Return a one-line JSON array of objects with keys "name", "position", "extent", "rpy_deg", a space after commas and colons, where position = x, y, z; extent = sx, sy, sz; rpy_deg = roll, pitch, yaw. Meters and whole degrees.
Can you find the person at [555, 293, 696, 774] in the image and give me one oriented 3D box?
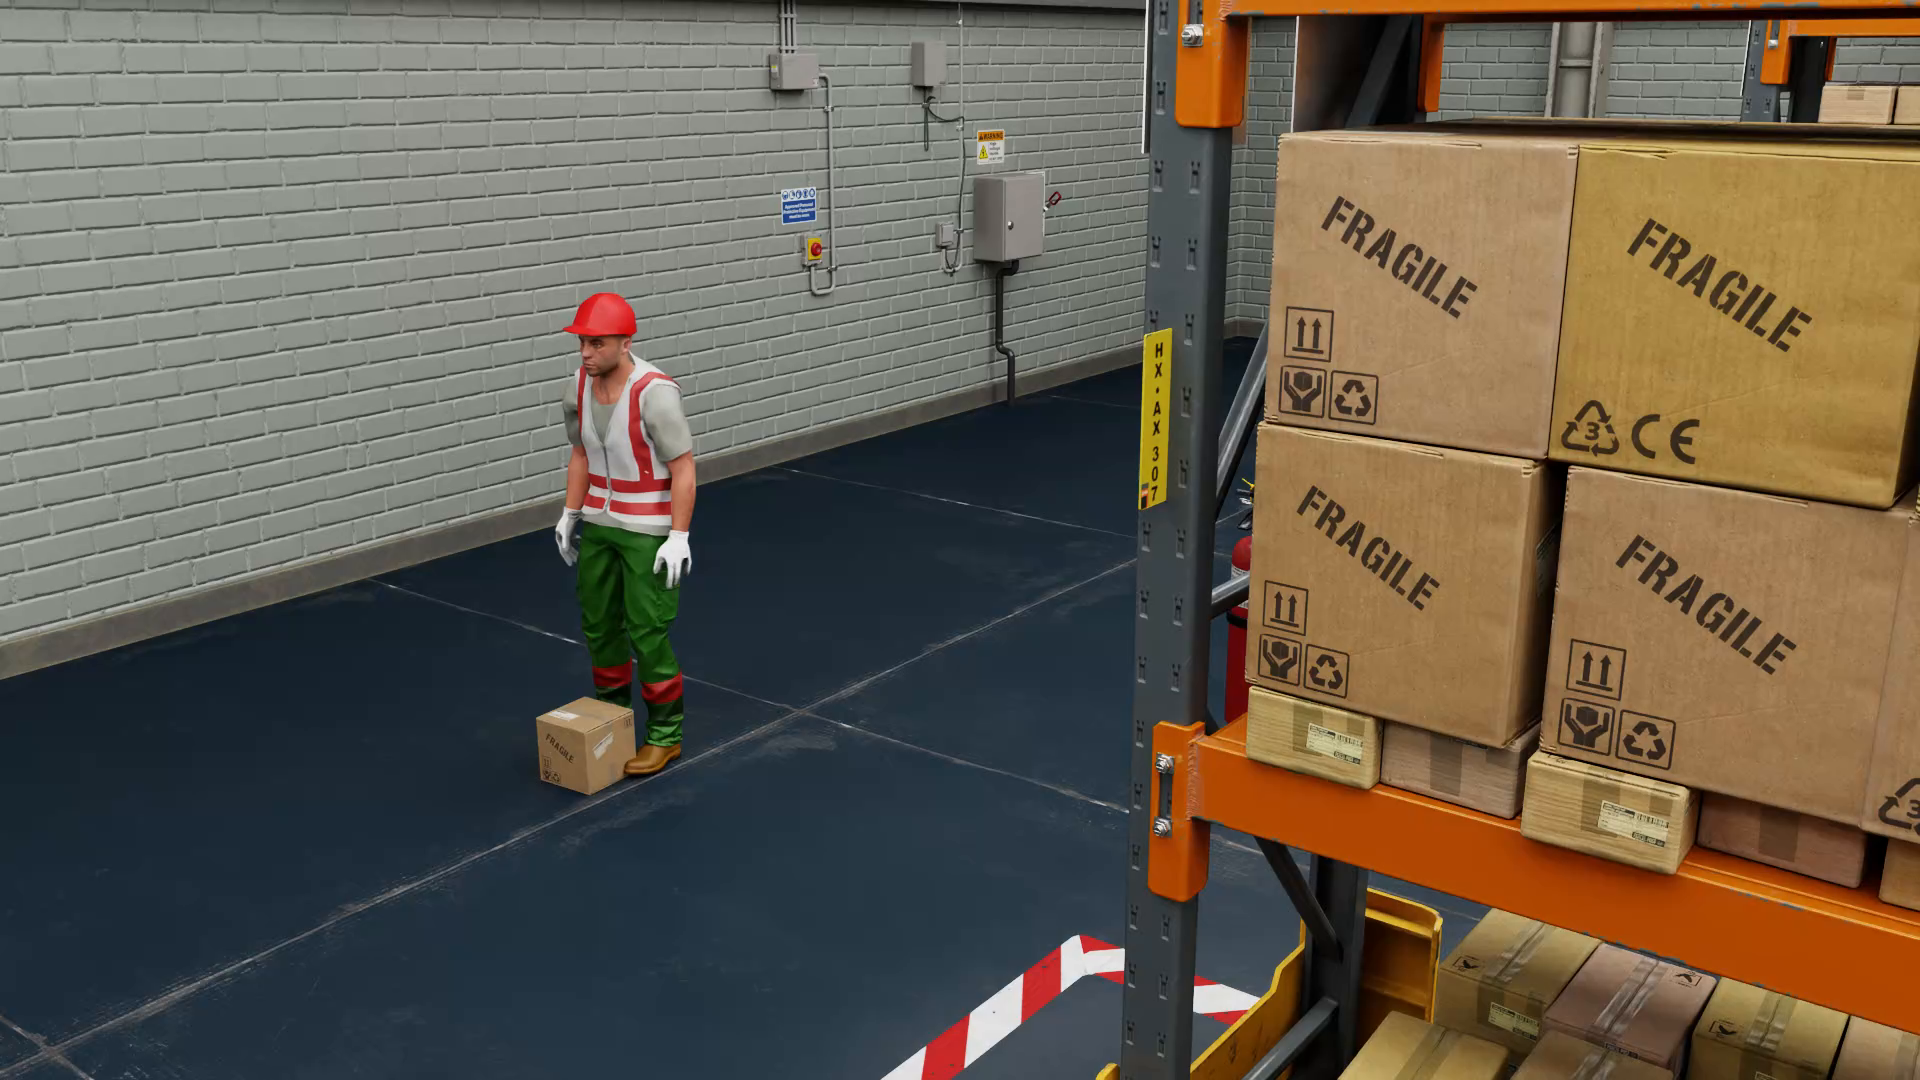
[{"name": "person", "position": [-1.229, -0.023, 6.089], "extent": [0.619, 1.779, 0.450], "rpy_deg": [10, 19, 32]}]
